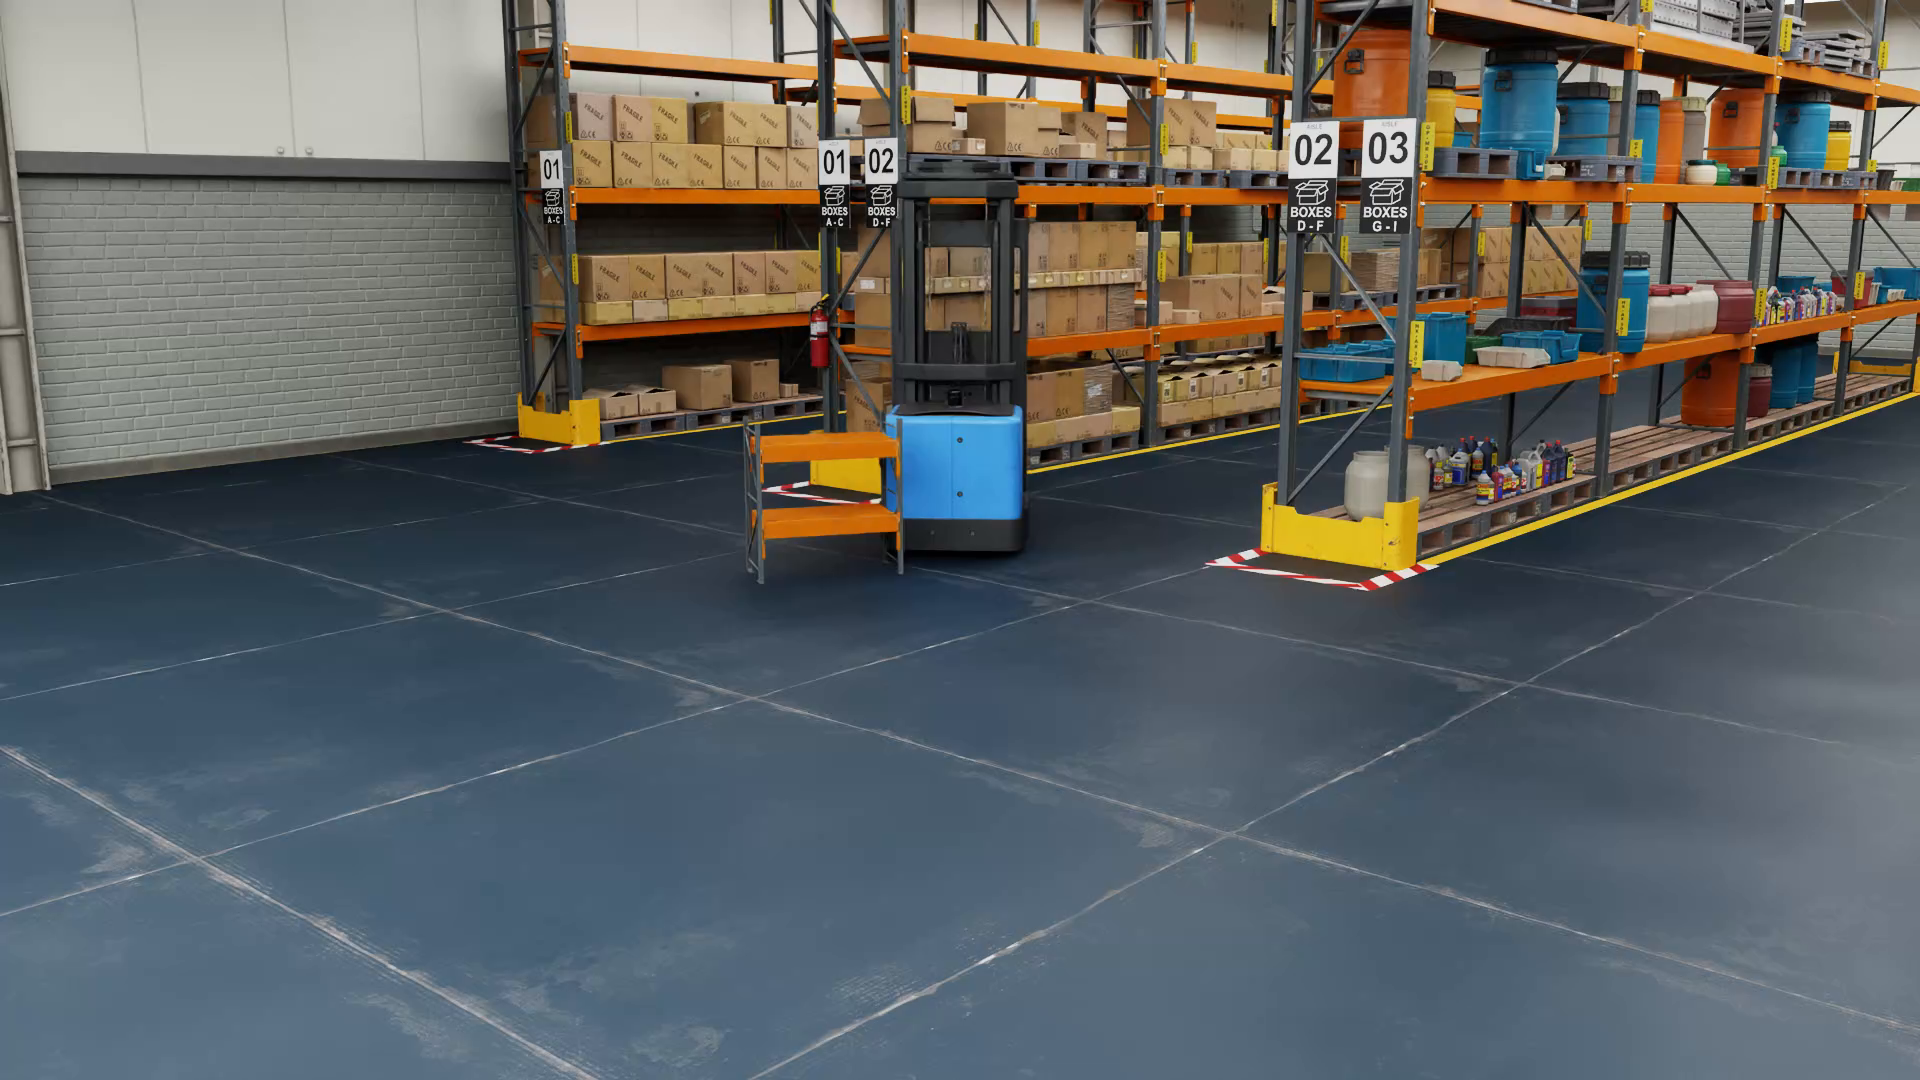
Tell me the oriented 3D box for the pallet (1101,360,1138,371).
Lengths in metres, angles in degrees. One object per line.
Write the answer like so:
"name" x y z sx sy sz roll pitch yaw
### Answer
"pallet" 2.050 -2.700 26.188 1.003 0.211 1.213 10 15 40

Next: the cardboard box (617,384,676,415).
"cardboard box" -3.713 -1.676 19.687 0.500 0.311 0.500 -11 15 -43

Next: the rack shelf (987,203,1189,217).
"rack shelf" 1.988 -5.195 25.739 1.077 0.370 4.000 10 15 40

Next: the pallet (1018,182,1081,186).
"pallet" 1.053 -5.262 24.722 1.213 0.211 1.003 11 16 43

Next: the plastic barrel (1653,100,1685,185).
"plastic barrel" 6.972 -3.994 16.794 0.600 0.830 0.708 10 15 40

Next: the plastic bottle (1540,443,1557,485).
"plastic bottle" 5.134 -0.669 14.543 0.144 0.351 0.185 9 14 38

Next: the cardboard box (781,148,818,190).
"cardboard box" -2.122 -4.617 20.703 0.500 0.500 0.500 10 15 42

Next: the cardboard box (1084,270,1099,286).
"cardboard box" 1.224 -2.739 17.356 0.380 0.149 0.250 10 15 40

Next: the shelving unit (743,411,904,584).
"shelving unit" -0.981 -0.321 11.945 1.048 1.125 0.538 -4 12 -17

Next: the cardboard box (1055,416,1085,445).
"cardboard box" 0.952 -1.167 17.344 0.500 0.250 0.500 10 15 40

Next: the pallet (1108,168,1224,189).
"pallet" 2.323 -4.062 18.721 0.805 0.209 1.217 9 14 38

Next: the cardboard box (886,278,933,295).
"cardboard box" -0.469 -2.362 15.468 0.380 0.149 0.250 10 15 40

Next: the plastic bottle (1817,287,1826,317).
"plastic bottle" 10.389 -2.888 20.138 0.144 0.351 0.185 10 15 40

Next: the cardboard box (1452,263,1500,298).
"cardboard box" 7.573 -3.819 24.421 0.500 0.500 0.500 10 15 42

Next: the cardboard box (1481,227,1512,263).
"cardboard box" 7.894 -4.379 24.669 0.500 0.500 0.500 9 15 39

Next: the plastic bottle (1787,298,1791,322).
"plastic bottle" 9.497 -2.643 19.116 0.097 0.271 0.097 0 11 0

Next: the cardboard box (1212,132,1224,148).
"cardboard box" 3.989 -6.459 27.375 0.500 0.500 0.500 10 15 40

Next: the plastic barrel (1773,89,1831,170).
"plastic barrel" 9.738 -4.742 19.282 0.600 0.901 0.708 10 15 40

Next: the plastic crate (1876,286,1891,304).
"plastic crate" 12.227 -3.290 22.300 0.416 0.233 0.300 10 15 40

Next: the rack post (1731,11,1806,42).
"rack post" 8.557 -5.518 18.056 0.954 0.300 0.937 10 15 40

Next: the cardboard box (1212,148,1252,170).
"cardboard box" 3.059 -4.430 19.387 0.500 0.250 0.500 8 14 36

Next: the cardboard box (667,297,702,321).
"cardboard box" -3.380 -2.724 19.525 0.500 0.250 0.500 9 15 39

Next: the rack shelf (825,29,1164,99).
"rack shelf" 0.430 -4.652 16.387 1.077 0.370 4.000 10 15 40

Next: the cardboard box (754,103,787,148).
"cardboard box" -2.456 -5.022 20.181 0.500 0.500 0.500 11 16 43

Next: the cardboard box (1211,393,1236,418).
"cardboard box" 2.881 -1.590 19.462 0.500 0.250 0.500 9 15 39

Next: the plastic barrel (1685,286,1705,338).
"plastic barrel" 7.313 -2.315 16.858 0.421 0.512 0.421 0 11 0

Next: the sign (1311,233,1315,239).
"sign" 6.347 -5.571 29.884 0.100 0.325 0.005 10 15 40

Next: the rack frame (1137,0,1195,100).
"rack frame" 3.308 -7.312 26.848 1.000 3.000 0.127 10 15 40

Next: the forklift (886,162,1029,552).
"forklift" 0.012 -1.583 13.652 1.130 2.935 3.031 1 11 3

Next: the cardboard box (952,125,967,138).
"cardboard box" 0.039 -3.952 16.480 0.500 0.311 0.500 -10 15 -41

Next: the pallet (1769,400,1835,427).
"pallet" 10.209 -1.614 20.754 1.003 0.211 1.213 10 15 40

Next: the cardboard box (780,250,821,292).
"cardboard box" -2.053 -3.388 20.933 0.500 0.500 0.500 10 15 40

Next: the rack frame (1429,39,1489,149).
"rack frame" 7.031 -6.673 23.644 1.000 3.000 0.127 10 15 40

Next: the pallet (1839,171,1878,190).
"pallet" 10.306 -4.340 20.106 1.213 0.211 1.003 10 15 40

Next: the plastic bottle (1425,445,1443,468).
"plastic bottle" 4.096 -0.647 14.430 0.144 0.351 0.185 11 15 43

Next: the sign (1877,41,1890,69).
"sign" 11.162 -5.858 20.097 0.100 0.325 0.005 10 15 40

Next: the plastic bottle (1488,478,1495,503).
"plastic bottle" 4.328 -0.409 13.624 0.097 0.201 0.097 0 11 0

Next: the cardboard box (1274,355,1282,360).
"cardboard box" 4.230 -2.166 20.913 0.500 0.311 0.500 10 15 42

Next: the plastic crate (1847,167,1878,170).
"plastic crate" 12.175 -4.929 22.733 0.504 0.338 0.767 10 15 40

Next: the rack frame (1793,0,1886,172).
"rack frame" 10.750 -6.032 20.434 1.000 3.000 0.127 10 15 40

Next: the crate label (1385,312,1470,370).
"crate label" 3.840 -1.647 13.710 0.502 0.435 0.616 10 15 40

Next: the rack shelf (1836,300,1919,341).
"rack shelf" 12.070 -3.031 22.566 1.077 0.370 4.000 10 15 40

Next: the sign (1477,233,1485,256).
"sign" 7.451 -4.227 23.761 0.100 0.325 0.005 10 15 40

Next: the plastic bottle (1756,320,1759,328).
"plastic bottle" 8.735 -2.473 18.265 0.097 0.271 0.097 0 11 0

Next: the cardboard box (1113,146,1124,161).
"cardboard box" 2.326 -5.901 26.059 0.700 0.500 0.500 9 15 39

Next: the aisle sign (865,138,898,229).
"aisle sign" -0.703 -3.191 14.891 0.394 0.787 0.004 10 15 40

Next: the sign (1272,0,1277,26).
"sign" 3.977 -6.650 20.942 0.100 0.325 0.005 10 15 40

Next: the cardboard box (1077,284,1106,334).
"cardboard box" 1.119 -2.458 17.605 0.700 0.500 0.500 10 15 40

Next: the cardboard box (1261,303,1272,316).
"cardboard box" 3.591 -2.824 20.334 0.250 0.149 0.380 -11 16 -43

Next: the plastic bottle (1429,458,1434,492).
"plastic bottle" 3.979 -0.555 14.142 0.061 0.283 0.133 10 15 40

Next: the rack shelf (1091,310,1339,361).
"rack shelf" 3.071 -2.495 19.882 1.077 0.370 4.000 10 15 40

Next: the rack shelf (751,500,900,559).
"rack shelf" -0.981 -0.081 11.993 1.000 0.278 0.538 -4 12 -17

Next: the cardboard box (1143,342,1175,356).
"cardboard box" 2.977 -3.410 27.042 0.750 0.750 0.750 10 15 41
